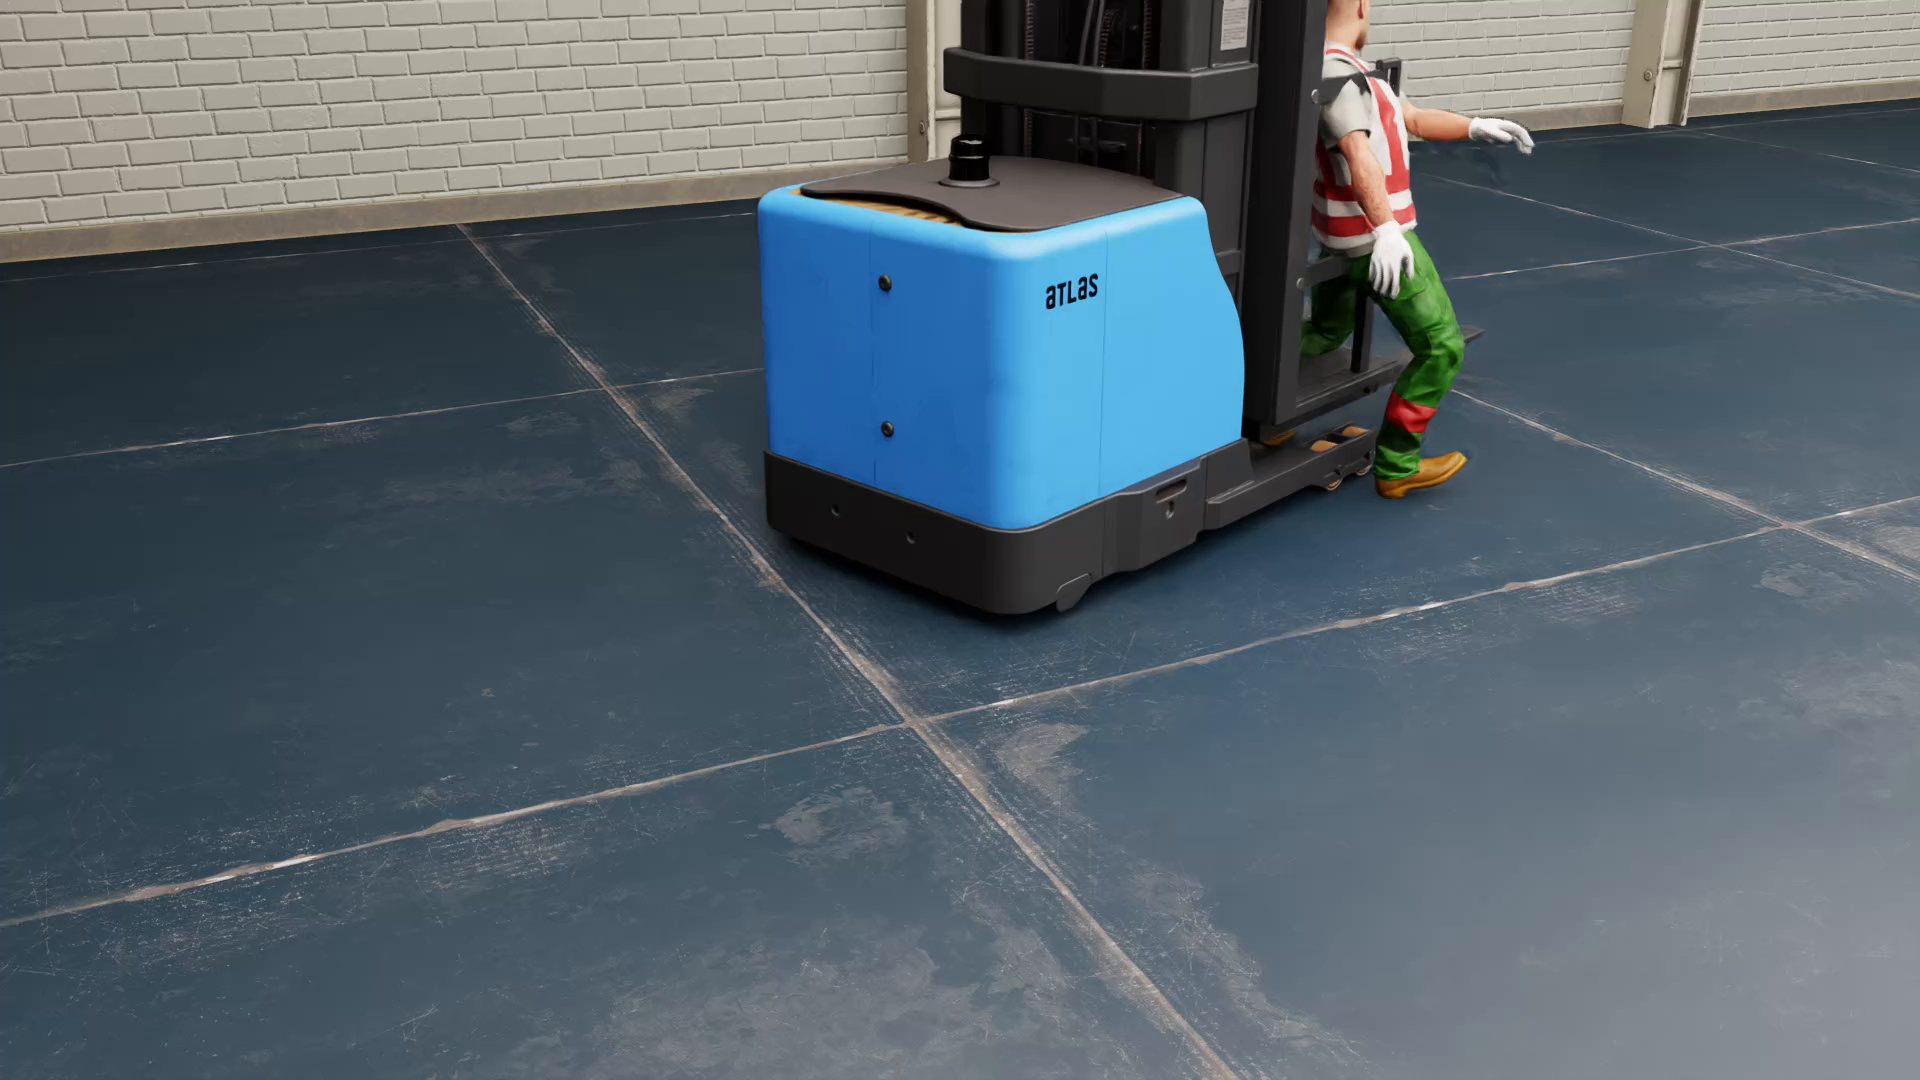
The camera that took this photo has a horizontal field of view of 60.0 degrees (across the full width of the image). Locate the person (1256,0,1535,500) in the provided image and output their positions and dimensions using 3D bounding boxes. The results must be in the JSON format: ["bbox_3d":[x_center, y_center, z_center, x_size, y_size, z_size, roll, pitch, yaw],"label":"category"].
[{"bbox_3d":[1.325,-0.955,5.267,0.882,1.672,0.797,-1,23,-1],"label":"person"}]

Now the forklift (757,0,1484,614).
[{"bbox_3d":[0.782,-1.634,5.219,1.130,2.935,3.031,19,29,39],"label":"forklift"}]
